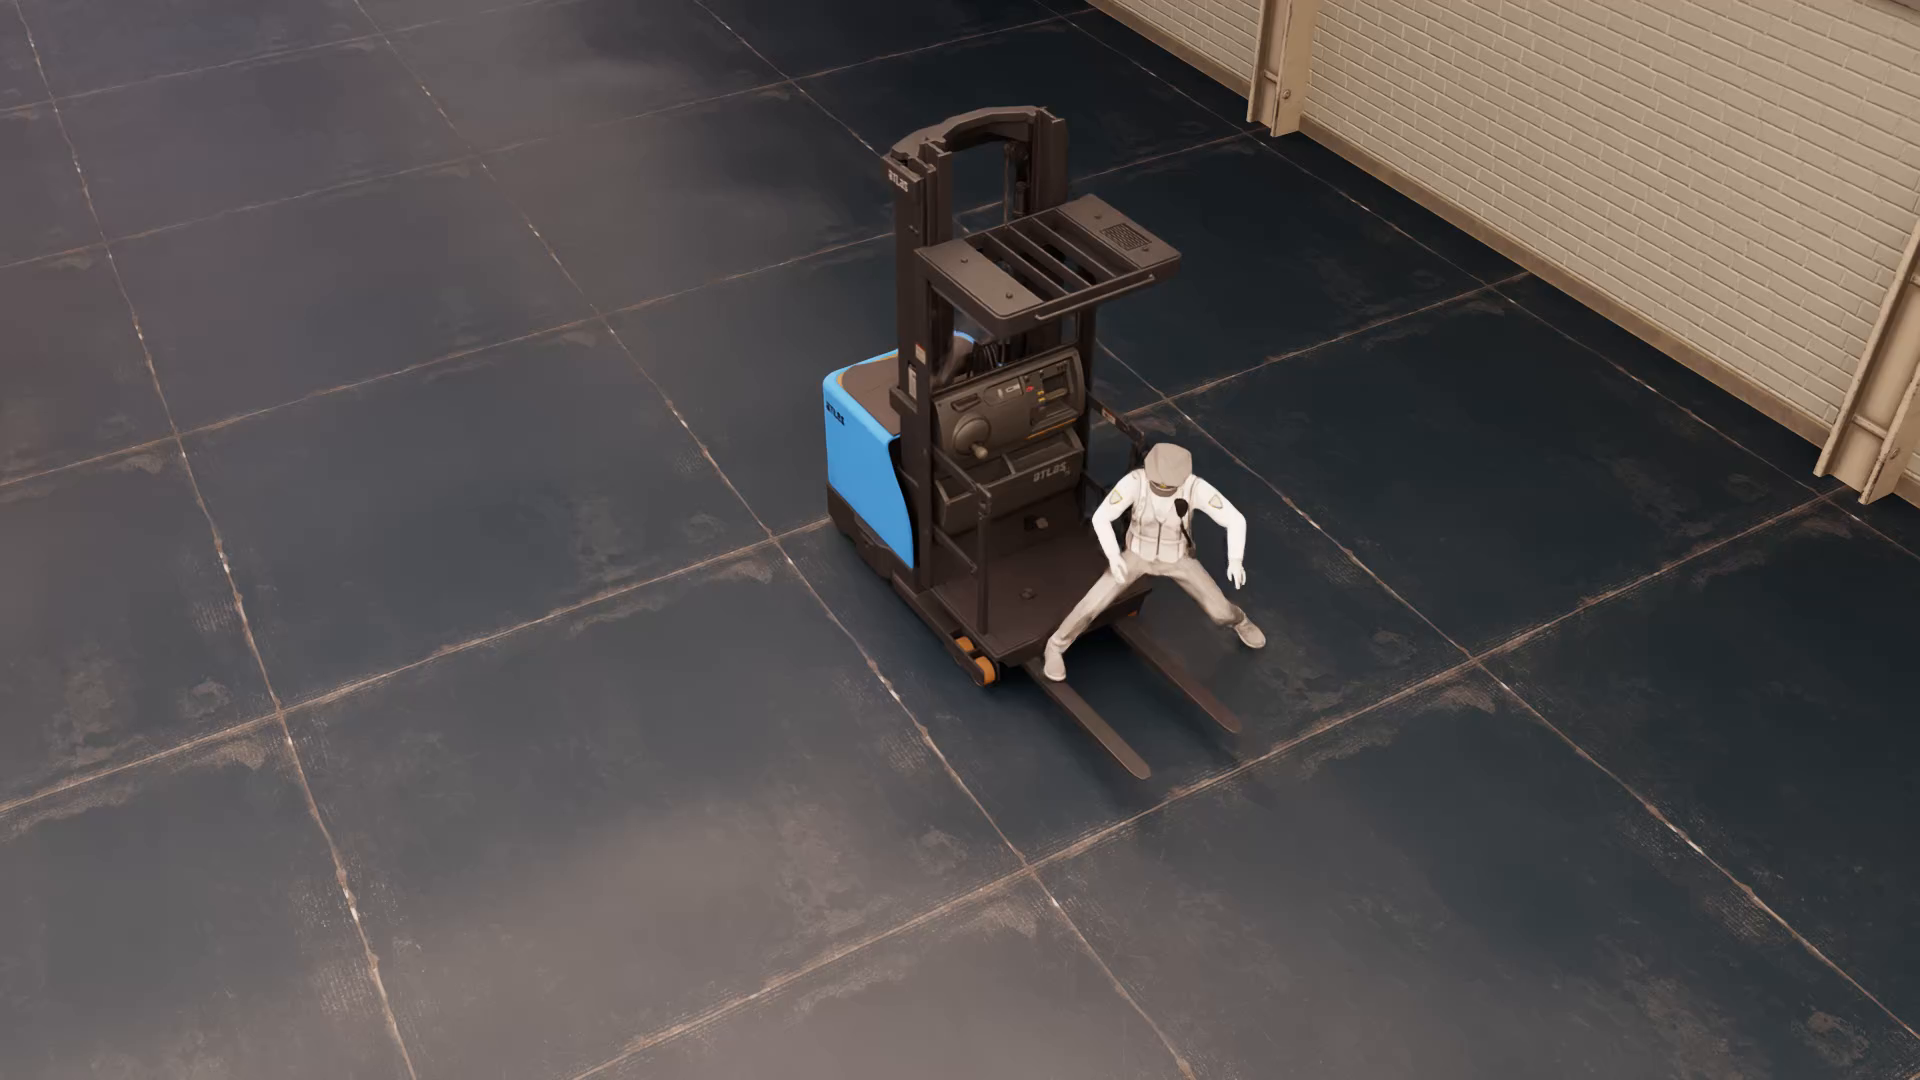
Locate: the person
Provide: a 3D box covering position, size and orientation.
[{"bbox_3d":[1.092,0.148,8.877,1.211,1.484,0.797,6,40,8],"label":"person"}]

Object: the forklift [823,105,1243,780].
[{"bbox_3d":[0.393,-0.655,8.826,1.130,2.935,3.031,-22,45,-25],"label":"forklift"}]
